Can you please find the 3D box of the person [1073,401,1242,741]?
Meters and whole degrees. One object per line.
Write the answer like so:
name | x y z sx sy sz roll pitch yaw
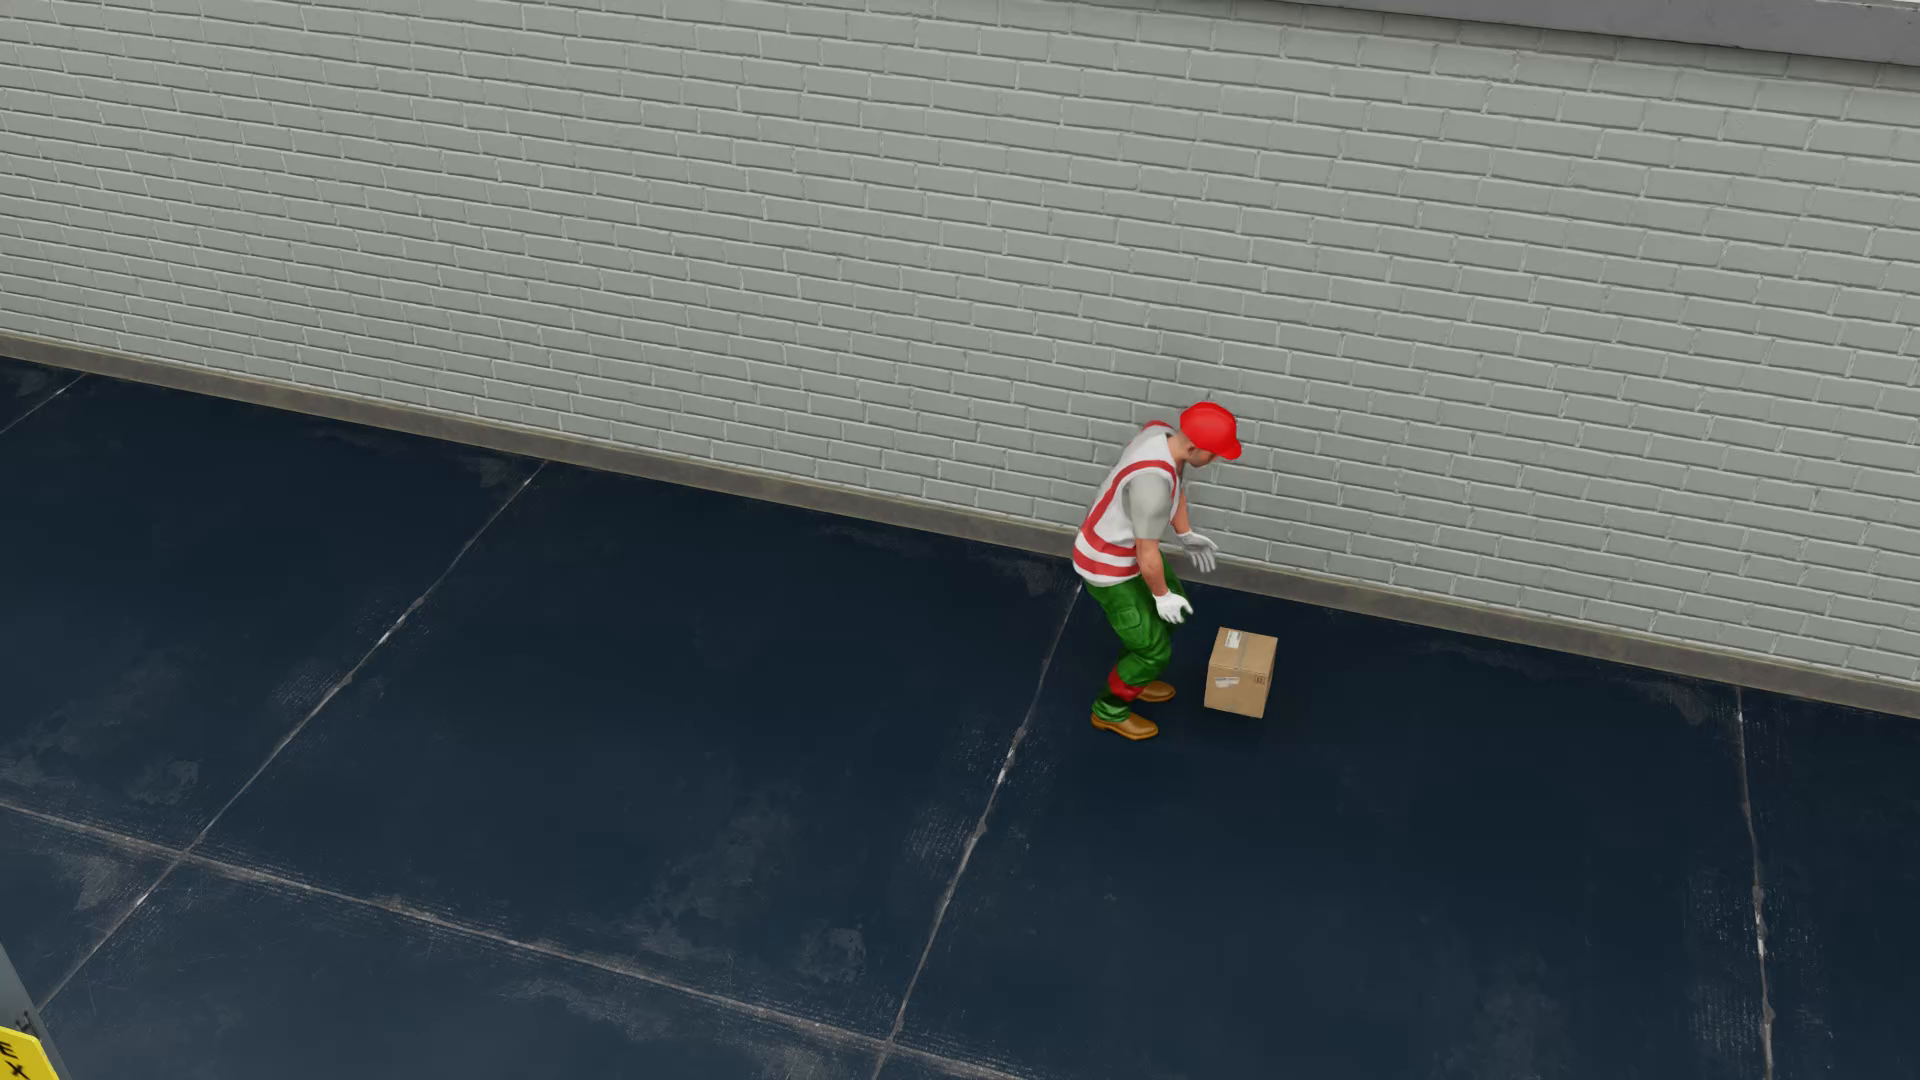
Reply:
person | 0.795 0.092 6.905 0.625 1.604 0.572 11 38 14
